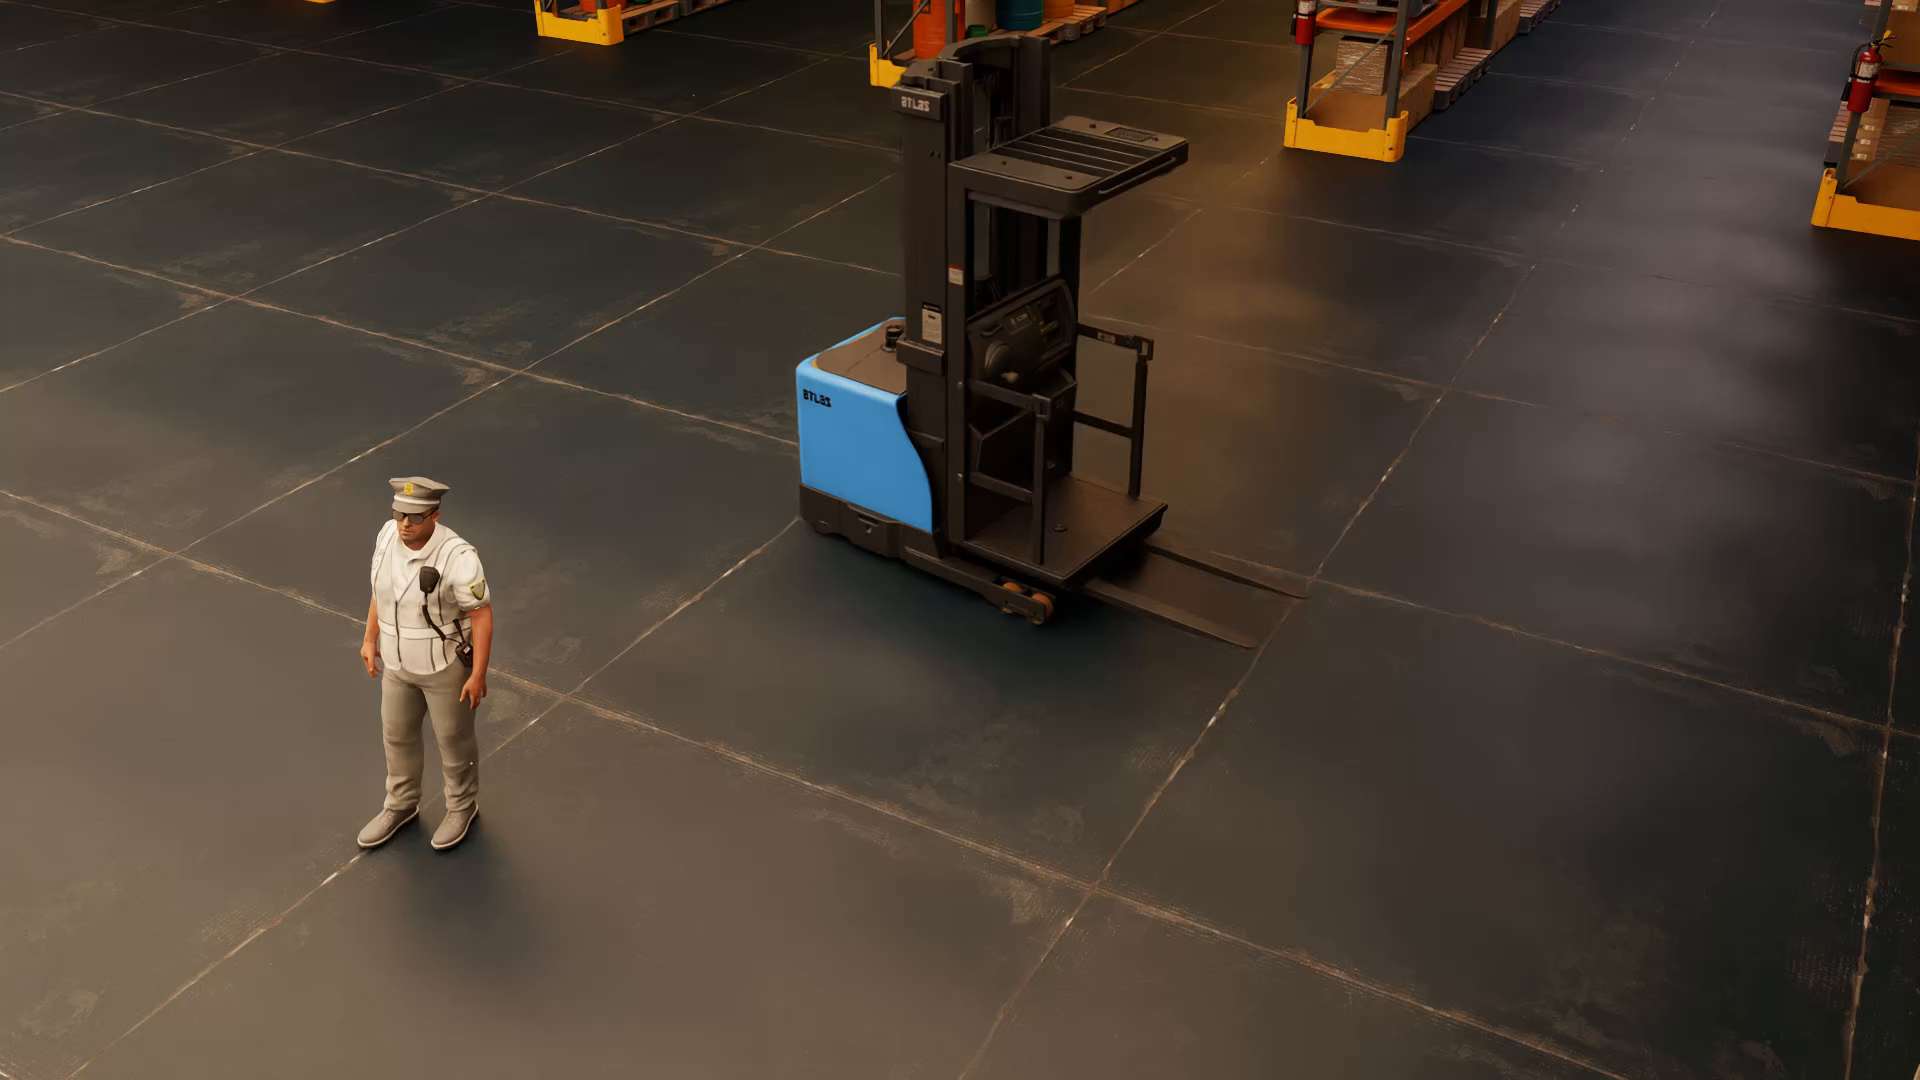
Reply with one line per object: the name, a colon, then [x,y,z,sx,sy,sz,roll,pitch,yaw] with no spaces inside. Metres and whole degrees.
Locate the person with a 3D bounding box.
person: [-2.369,0.548,7.257,0.640,1.781,0.576,11,32,18]

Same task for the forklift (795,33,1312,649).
forklift: [0.509,-1.106,8.986,3.031,2.935,1.130,21,36,31]
